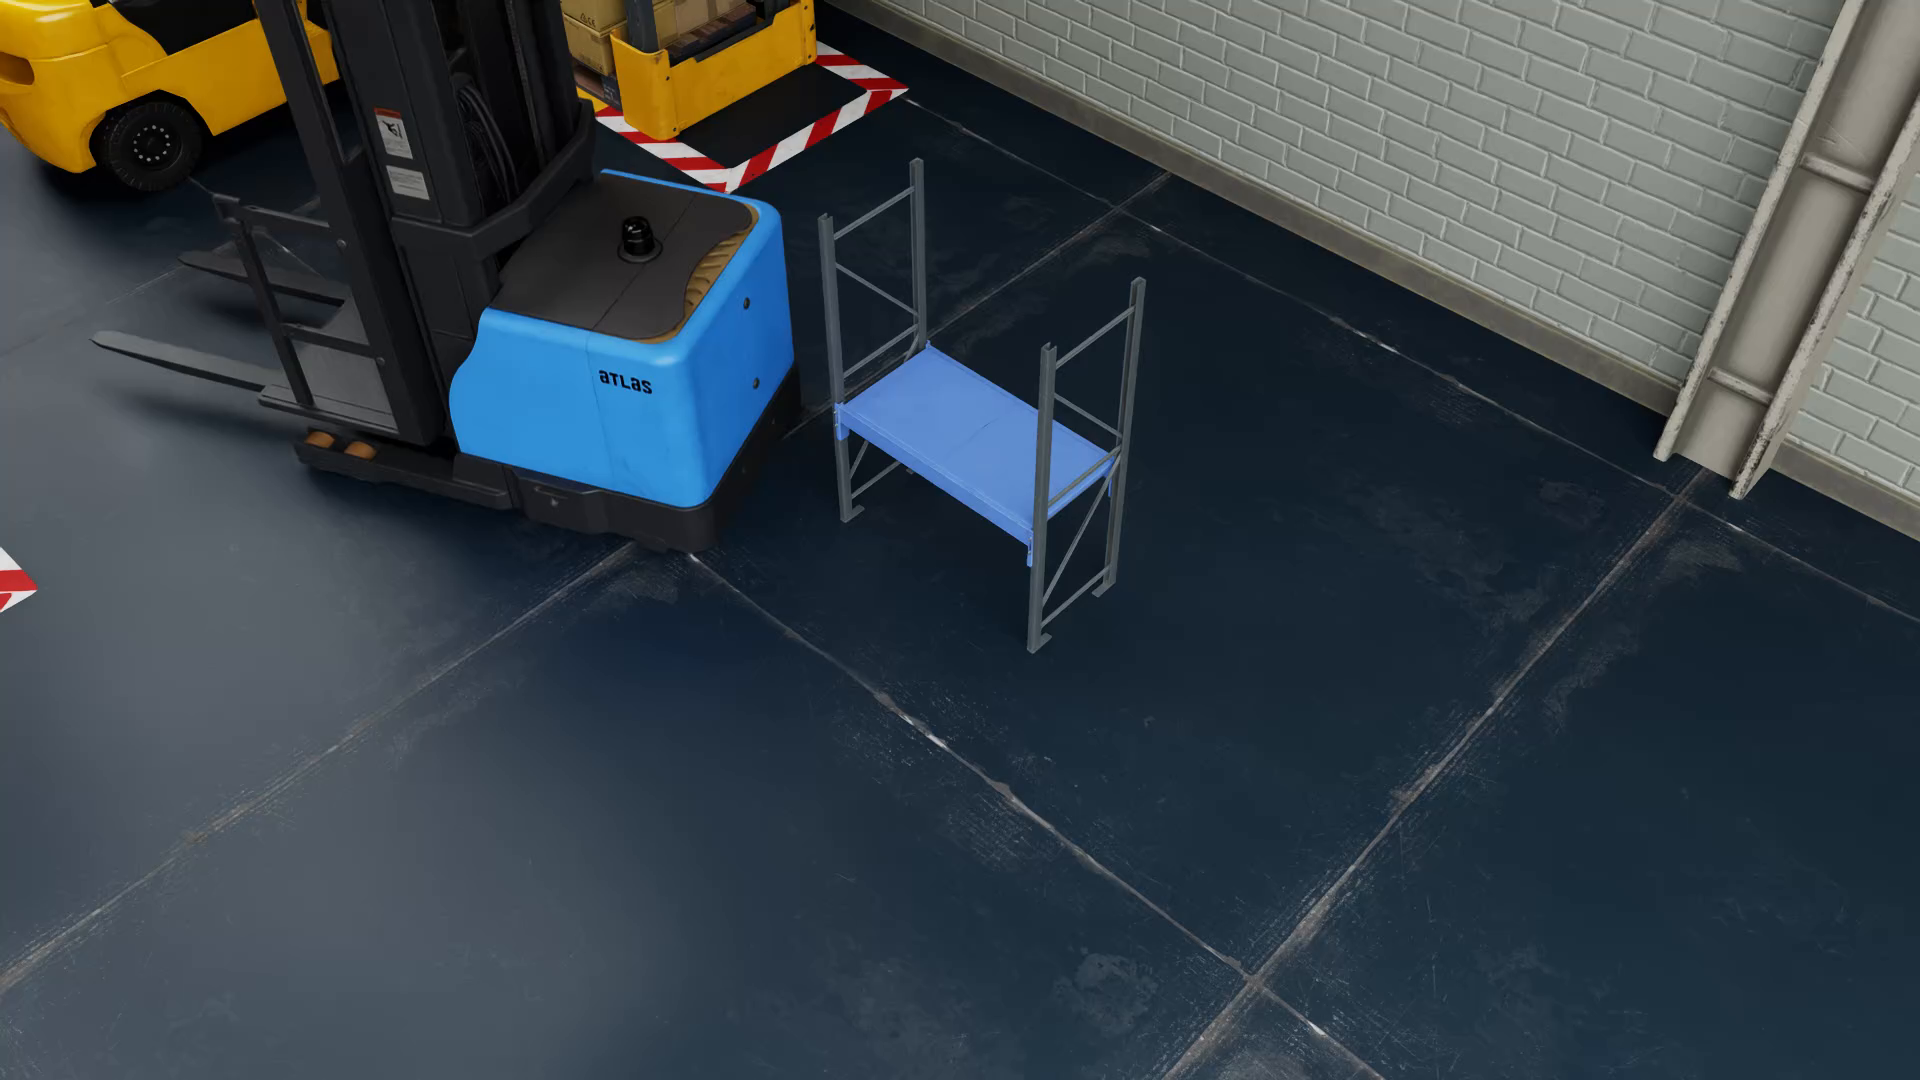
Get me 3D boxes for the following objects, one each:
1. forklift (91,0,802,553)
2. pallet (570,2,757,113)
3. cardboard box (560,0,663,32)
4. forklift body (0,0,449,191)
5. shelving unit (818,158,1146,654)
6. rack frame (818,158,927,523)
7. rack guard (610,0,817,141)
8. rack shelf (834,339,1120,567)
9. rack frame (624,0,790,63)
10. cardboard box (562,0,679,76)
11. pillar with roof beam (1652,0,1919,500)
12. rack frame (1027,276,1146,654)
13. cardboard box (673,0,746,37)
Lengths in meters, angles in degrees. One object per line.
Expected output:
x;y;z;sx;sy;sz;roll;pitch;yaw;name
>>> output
-2.261;-1.601;6.243;3.031;2.935;1.130;14;48;13;forklift
-1.900;-2.911;9.338;1.213;0.211;1.003;34;55;28;pallet
-1.879;-2.957;8.724;0.500;0.250;0.500;33;55;27;cardboard box
-3.940;-3.180;8.260;1.214;2.155;2.313;34;55;28;forklift body
0.063;-0.471;6.164;1.048;1.500;0.538;34;55;28;shelving unit
-0.311;-0.723;6.400;0.032;1.500;0.500;34;55;28;rack frame
-1.292;-2.642;8.888;0.348;0.500;1.175;34;55;28;rack guard
0.063;-0.348;6.295;1.000;0.185;0.538;34;55;28;rack shelf
-1.310;-3.510;7.988;0.127;3.000;1.000;34;55;28;rack frame
-1.869;-2.775;8.896;0.500;0.250;0.500;34;56;28;cardboard box
0.279;-1.117;1.627;0.400;9.000;9.100;34;55;28;pillar with roof beam
0.436;-0.220;5.928;0.032;1.500;0.500;34;55;28;rack frame
-1.538;-3.060;9.164;0.500;0.250;0.500;34;56;28;cardboard box
